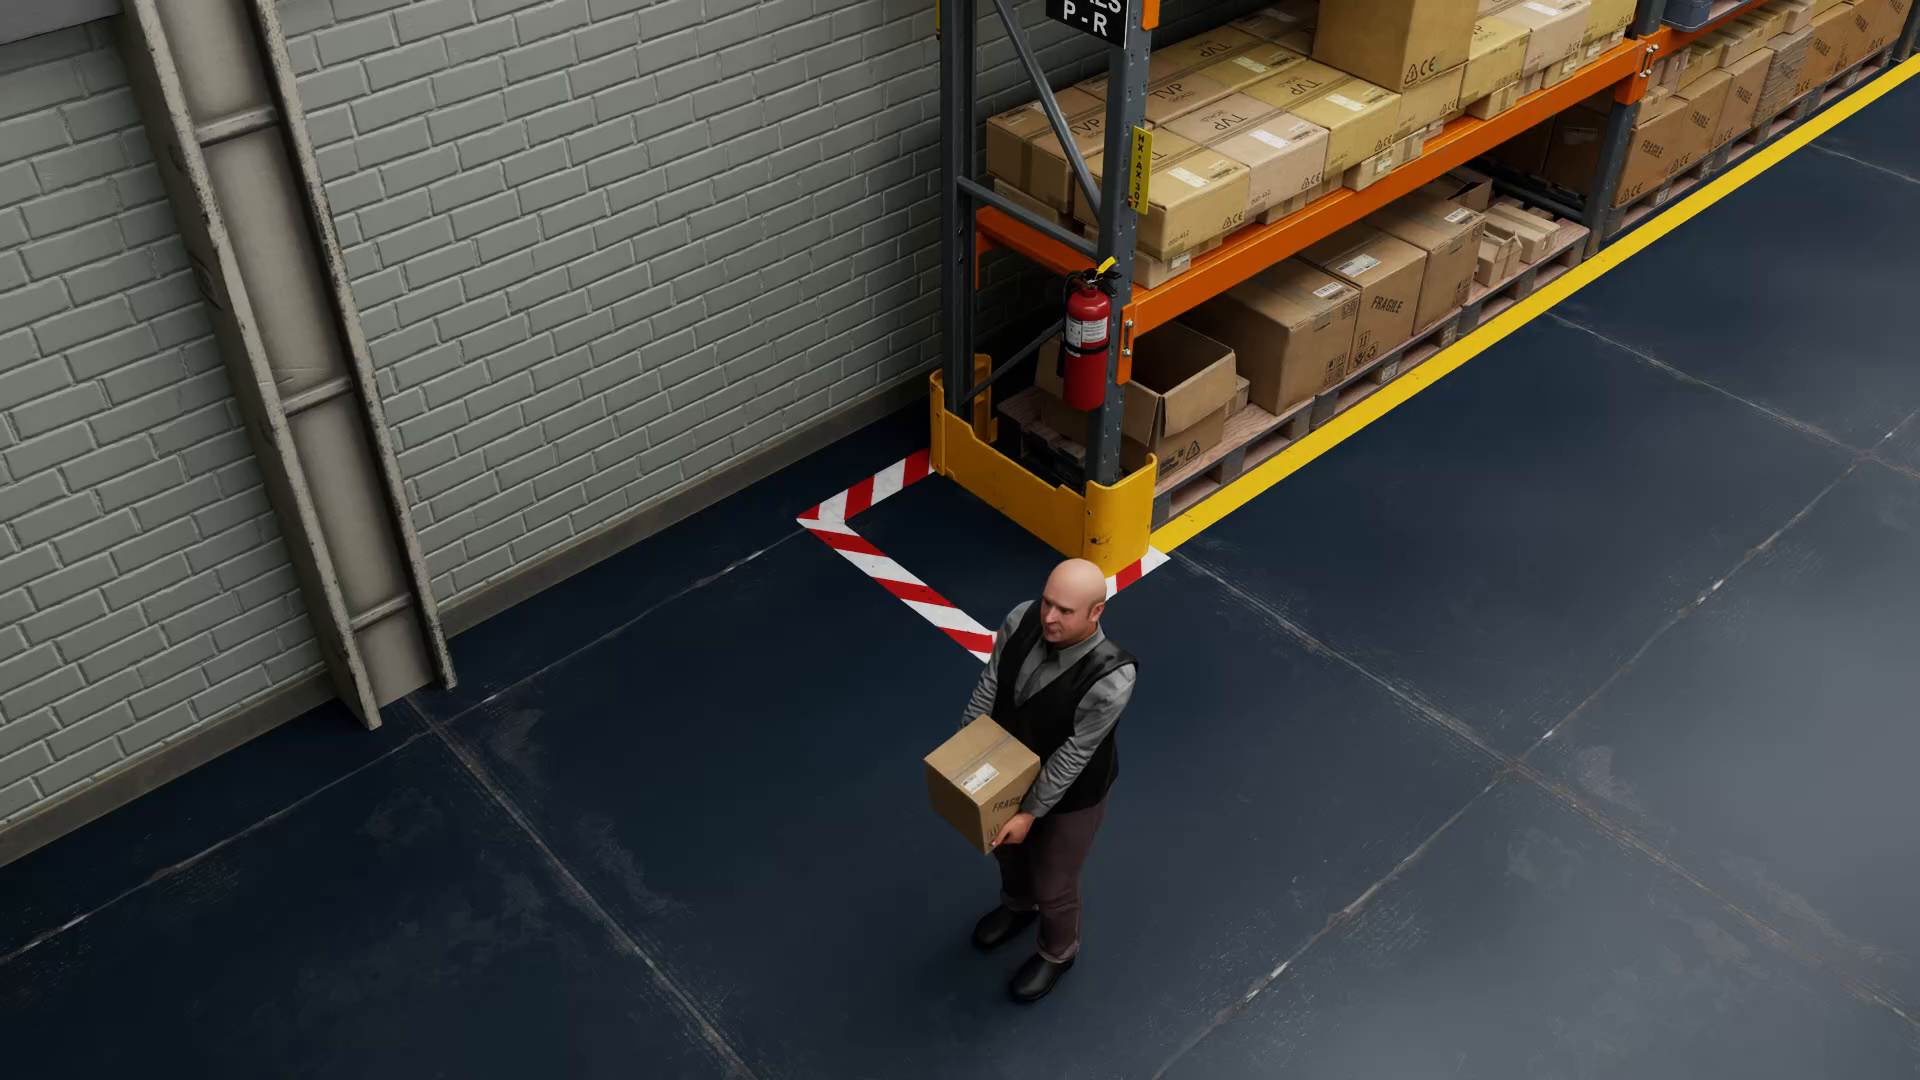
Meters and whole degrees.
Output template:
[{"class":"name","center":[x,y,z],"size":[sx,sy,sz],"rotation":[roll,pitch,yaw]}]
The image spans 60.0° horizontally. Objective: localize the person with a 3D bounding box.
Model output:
[{"class":"person","center":[0.225,0.792,5.222],"size":[0.545,1.715,0.494],"rotation":[-30,48,-31]}]
